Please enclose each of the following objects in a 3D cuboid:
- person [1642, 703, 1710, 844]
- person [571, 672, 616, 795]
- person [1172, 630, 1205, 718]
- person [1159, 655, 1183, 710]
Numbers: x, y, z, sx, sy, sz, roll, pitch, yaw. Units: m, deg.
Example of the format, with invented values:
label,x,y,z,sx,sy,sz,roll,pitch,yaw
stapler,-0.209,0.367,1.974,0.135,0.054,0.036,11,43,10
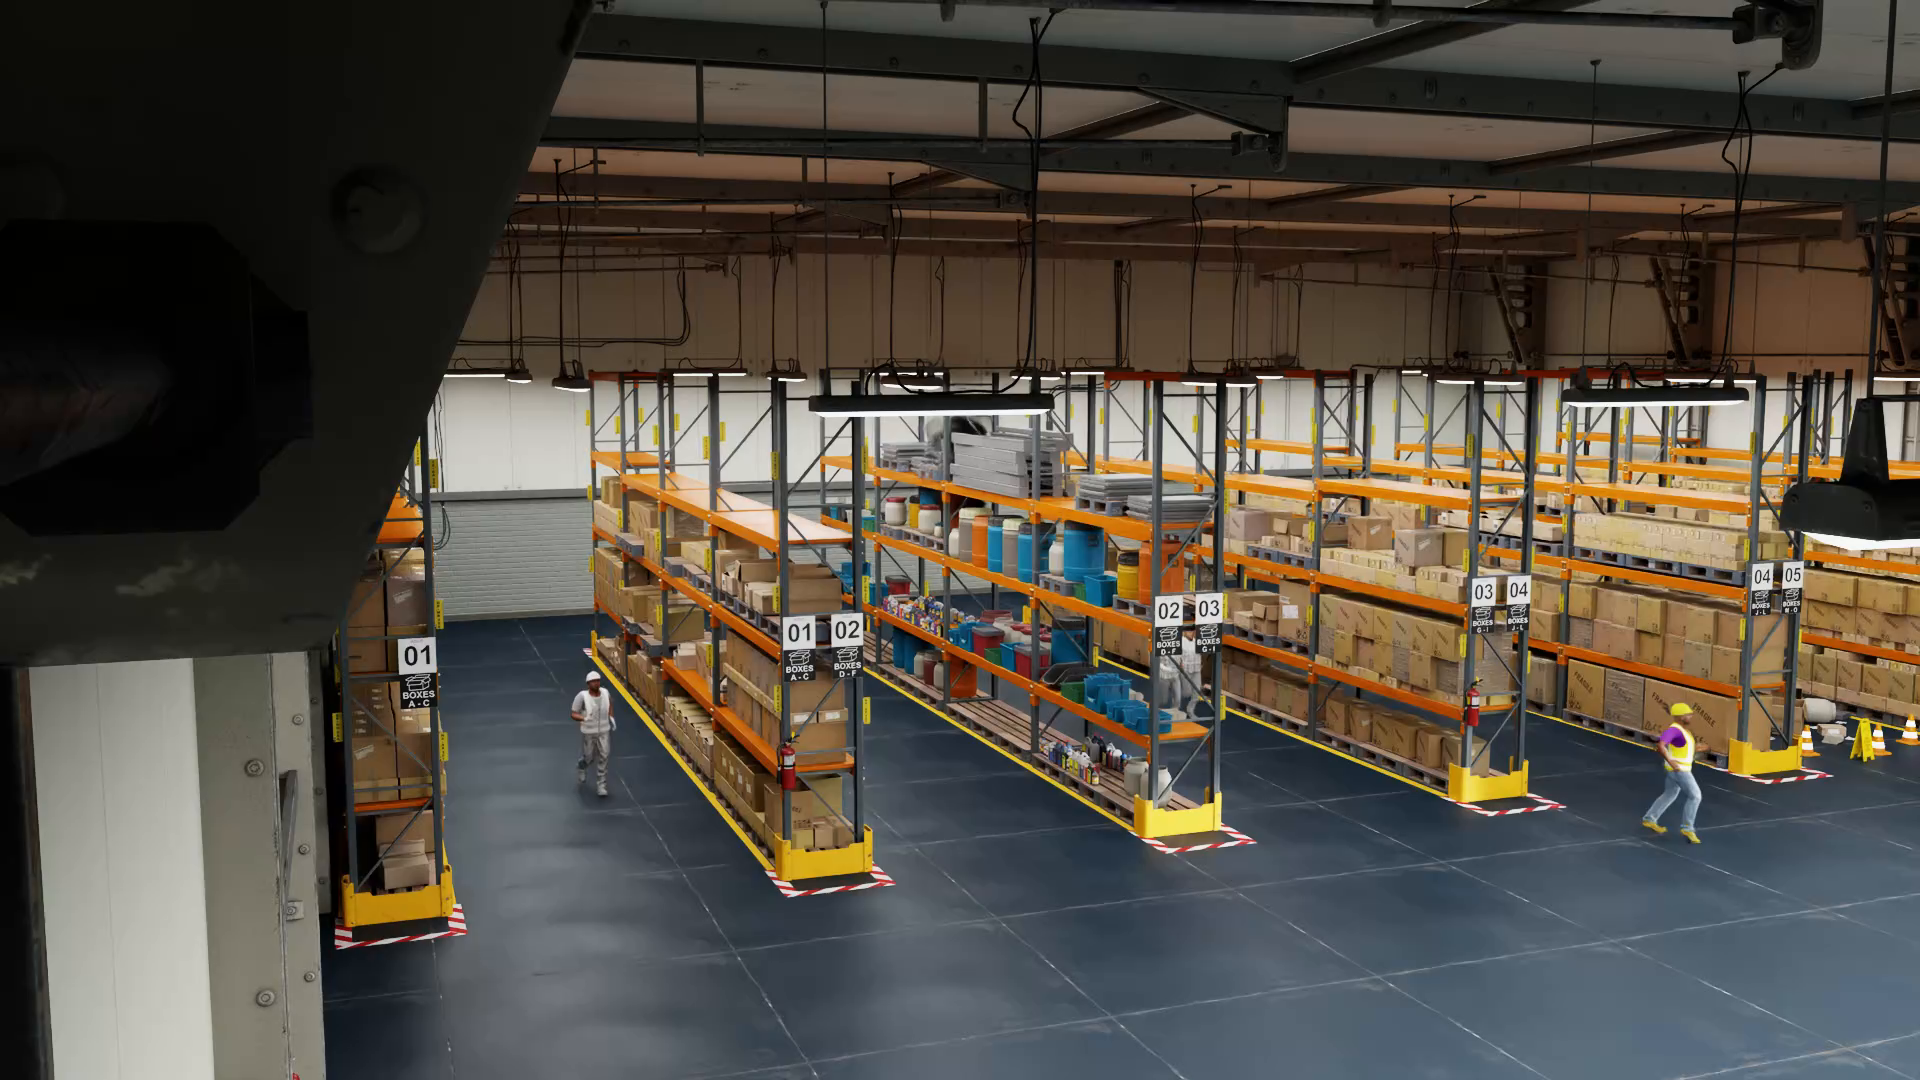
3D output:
label,x,y,z,sx,sy,sz,roll,pitch,yaw
person,9.378,3.037,21.743,0.785,1.832,0.674,2,7,19
person,-5.296,2.766,24.053,0.699,1.759,0.847,-4,8,-33
person,3.999,2.290,29.151,0.614,1.631,0.575,-3,7,-24
person,3.536,2.369,28.197,0.647,1.738,0.847,-3,7,-25
